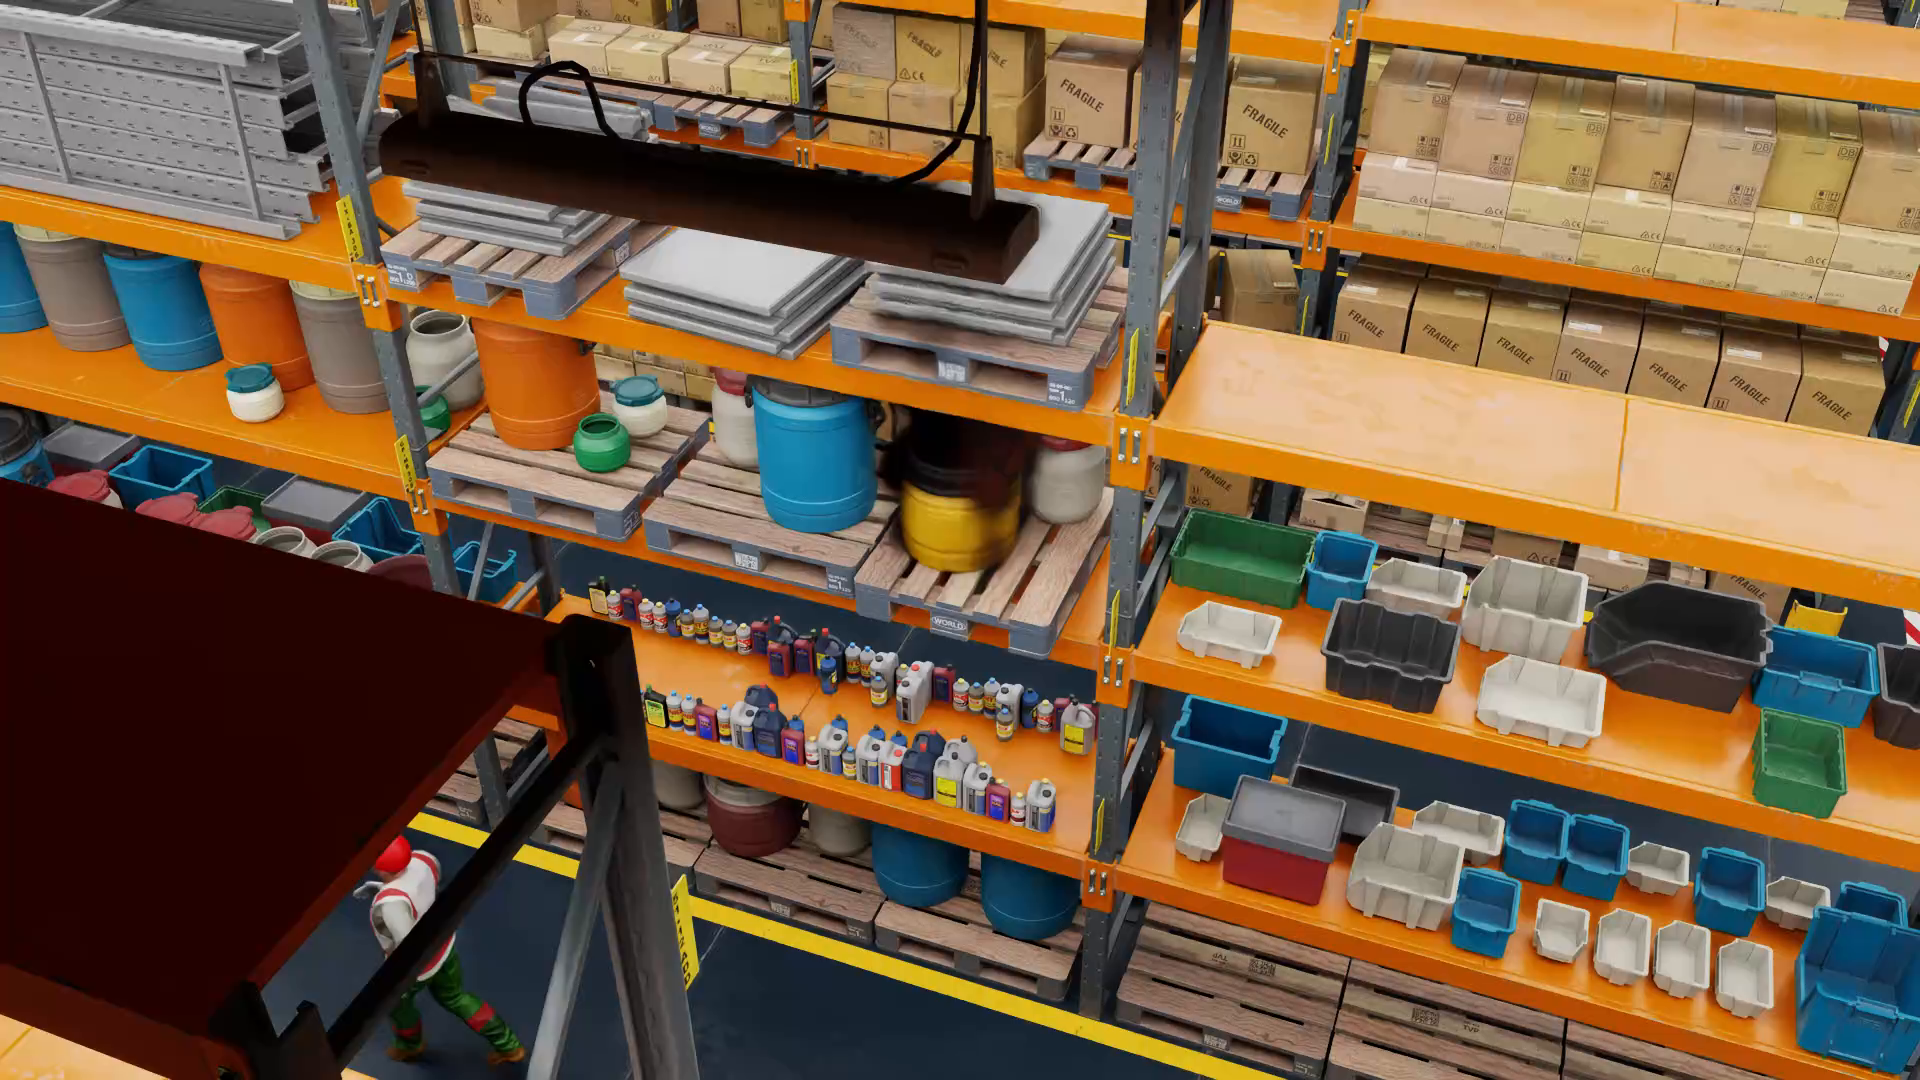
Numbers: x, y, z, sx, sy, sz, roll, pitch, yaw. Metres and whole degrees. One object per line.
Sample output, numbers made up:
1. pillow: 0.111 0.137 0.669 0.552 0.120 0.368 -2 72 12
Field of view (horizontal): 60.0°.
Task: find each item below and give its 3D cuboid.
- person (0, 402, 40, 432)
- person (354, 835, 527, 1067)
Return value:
1. person: -8.299 -1.436 13.912 0.938 1.759 0.718 3 37 4
2. person: -2.833 2.248 8.880 0.912 1.849 0.690 8 37 11
